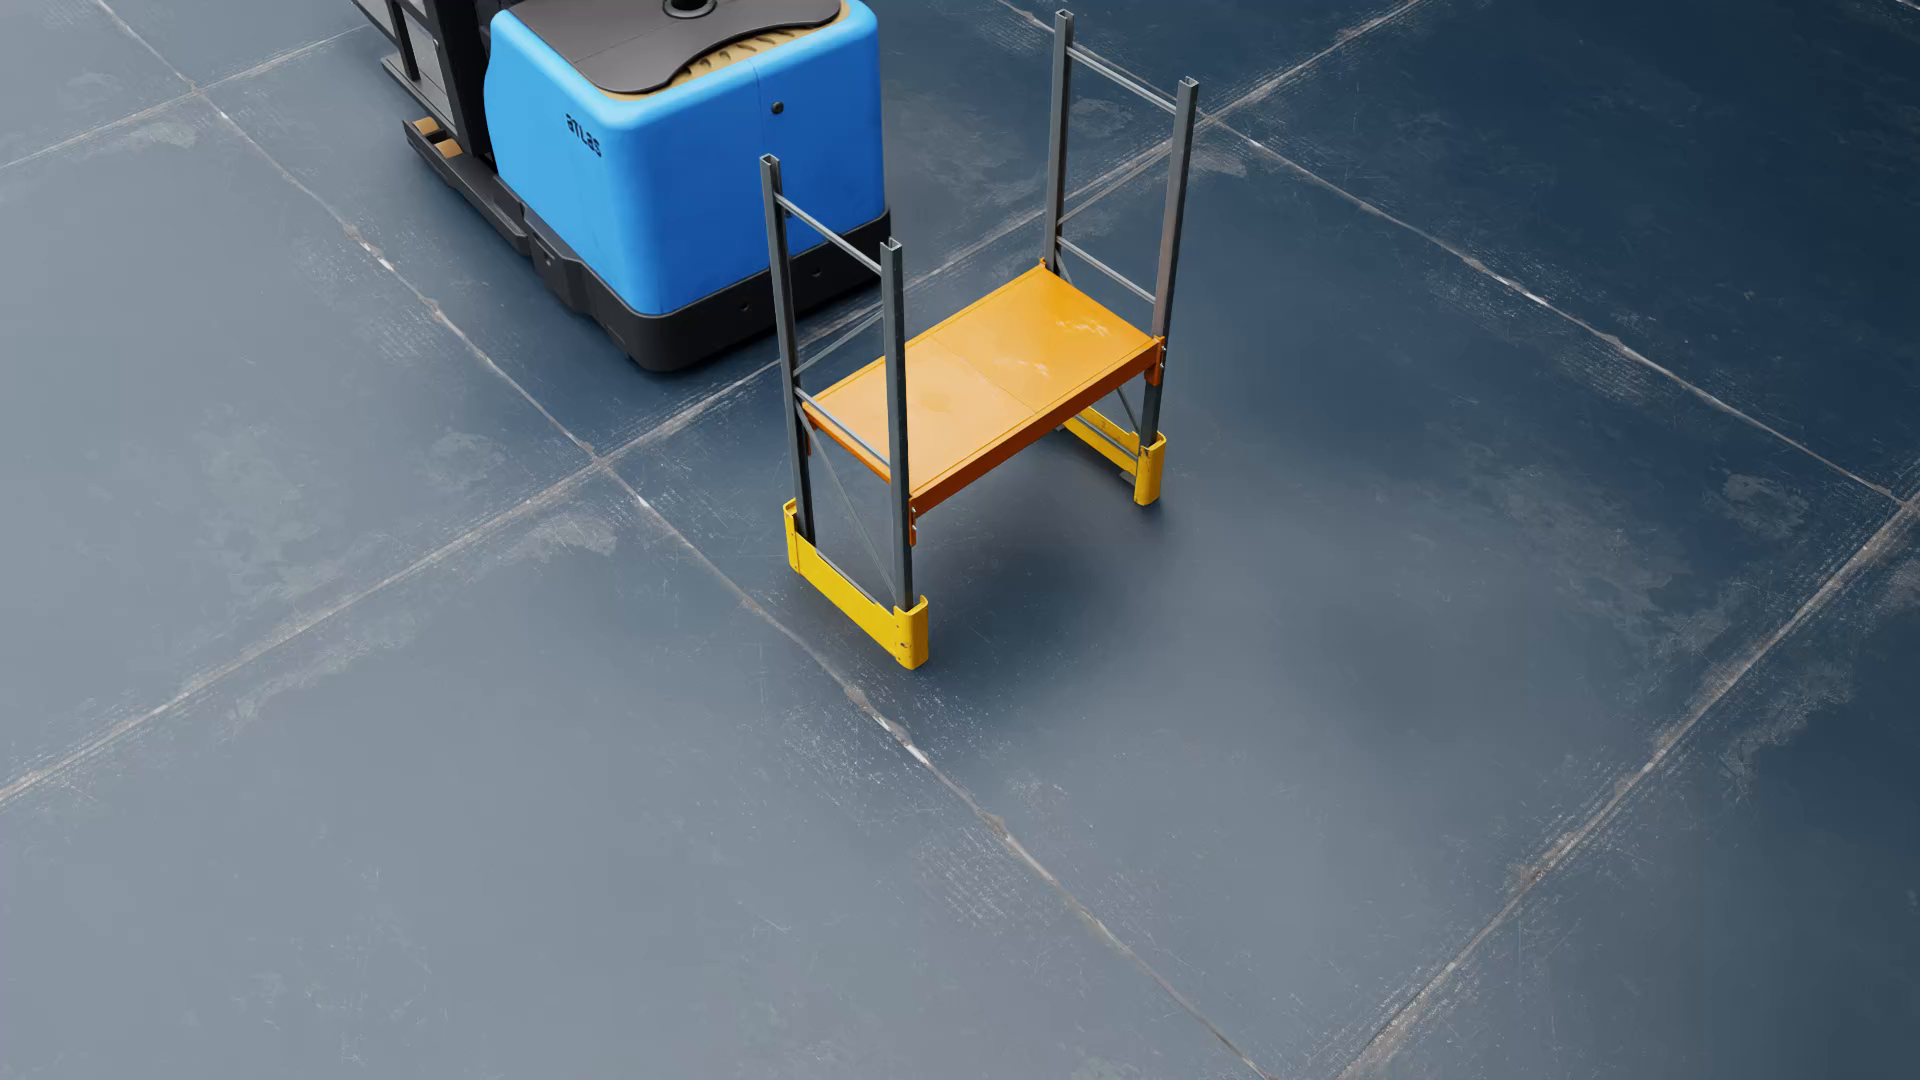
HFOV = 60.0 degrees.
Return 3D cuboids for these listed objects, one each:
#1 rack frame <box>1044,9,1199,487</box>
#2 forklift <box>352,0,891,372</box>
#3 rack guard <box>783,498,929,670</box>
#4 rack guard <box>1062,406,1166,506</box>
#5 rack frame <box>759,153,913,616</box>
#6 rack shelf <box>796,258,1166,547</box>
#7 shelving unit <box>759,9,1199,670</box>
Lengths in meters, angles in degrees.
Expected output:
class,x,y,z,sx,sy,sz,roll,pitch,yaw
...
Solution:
class,x,y,z,sx,sy,sz,roll,pitch,yaw
rack frame,0.439,-0.802,4.970,0.032,1.500,0.500,-34,56,-27
forklift,-1.551,-2.601,5.656,1.130,2.935,3.031,-30,54,-25
rack guard,-0.312,0.124,4.966,0.087,0.250,0.587,-34,56,-27
rack guard,0.425,-0.369,5.420,0.087,0.250,0.587,-34,56,-27
rack frame,-0.313,-0.299,4.506,0.032,1.500,0.500,-34,56,-27
rack shelf,0.063,-0.429,4.870,1.000,0.185,0.538,-34,56,-27
shelving unit,0.056,-0.546,4.734,1.083,1.500,0.587,-34,56,-27
